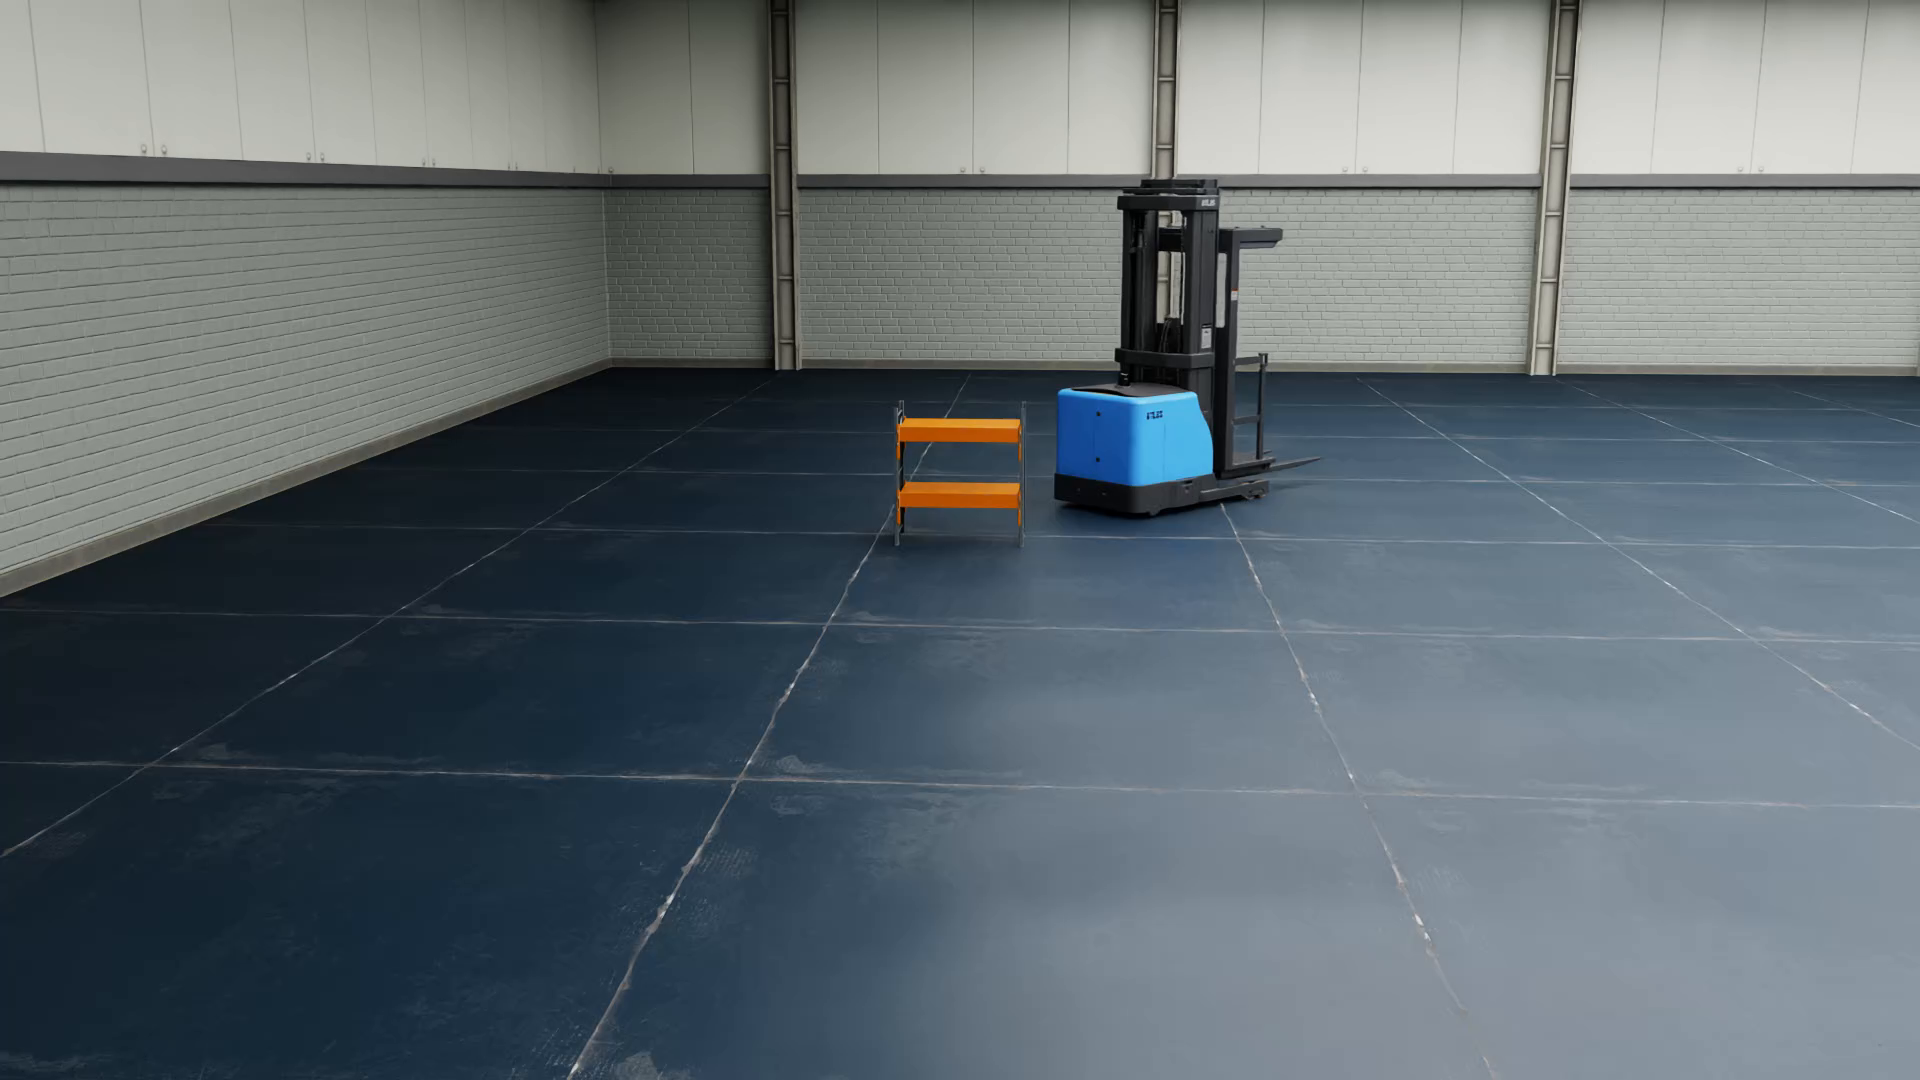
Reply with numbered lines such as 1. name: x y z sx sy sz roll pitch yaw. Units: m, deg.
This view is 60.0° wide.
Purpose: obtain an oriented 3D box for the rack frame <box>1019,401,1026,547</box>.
1. rack frame: 0.514 -0.544 13.619 0.032 1.125 0.500 1 12 4

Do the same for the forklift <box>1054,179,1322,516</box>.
1. forklift: 2.284 -1.878 15.587 3.031 2.935 1.130 -11 16 -42

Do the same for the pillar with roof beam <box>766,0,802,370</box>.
1. pillar with roof beam: -3.081 -6.311 21.959 0.400 9.000 9.100 1 12 4

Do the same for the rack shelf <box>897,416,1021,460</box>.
1. rack shelf: 0.007 -0.837 13.593 1.000 0.278 0.538 1 12 4

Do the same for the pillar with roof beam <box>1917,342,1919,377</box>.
1. pillar with roof beam: 14.879 -6.065 20.782 0.400 9.000 9.100 1 12 4

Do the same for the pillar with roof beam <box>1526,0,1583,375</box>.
1. pillar with roof beam: 8.893 -6.147 21.175 0.400 9.000 9.100 1 12 4

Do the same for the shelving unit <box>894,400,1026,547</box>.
1. shelving unit: 0.007 -0.550 13.652 1.048 1.125 0.538 1 12 4

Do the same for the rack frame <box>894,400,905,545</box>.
1. rack frame: -0.500 -0.557 13.686 0.032 1.125 0.500 1 12 4

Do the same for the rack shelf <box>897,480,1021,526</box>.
1. rack shelf: 0.007 -0.311 13.703 1.000 0.278 0.538 1 12 4

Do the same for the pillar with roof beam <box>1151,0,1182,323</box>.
1. pillar with roof beam: 2.906 -6.229 21.567 0.400 9.000 9.100 1 12 4
